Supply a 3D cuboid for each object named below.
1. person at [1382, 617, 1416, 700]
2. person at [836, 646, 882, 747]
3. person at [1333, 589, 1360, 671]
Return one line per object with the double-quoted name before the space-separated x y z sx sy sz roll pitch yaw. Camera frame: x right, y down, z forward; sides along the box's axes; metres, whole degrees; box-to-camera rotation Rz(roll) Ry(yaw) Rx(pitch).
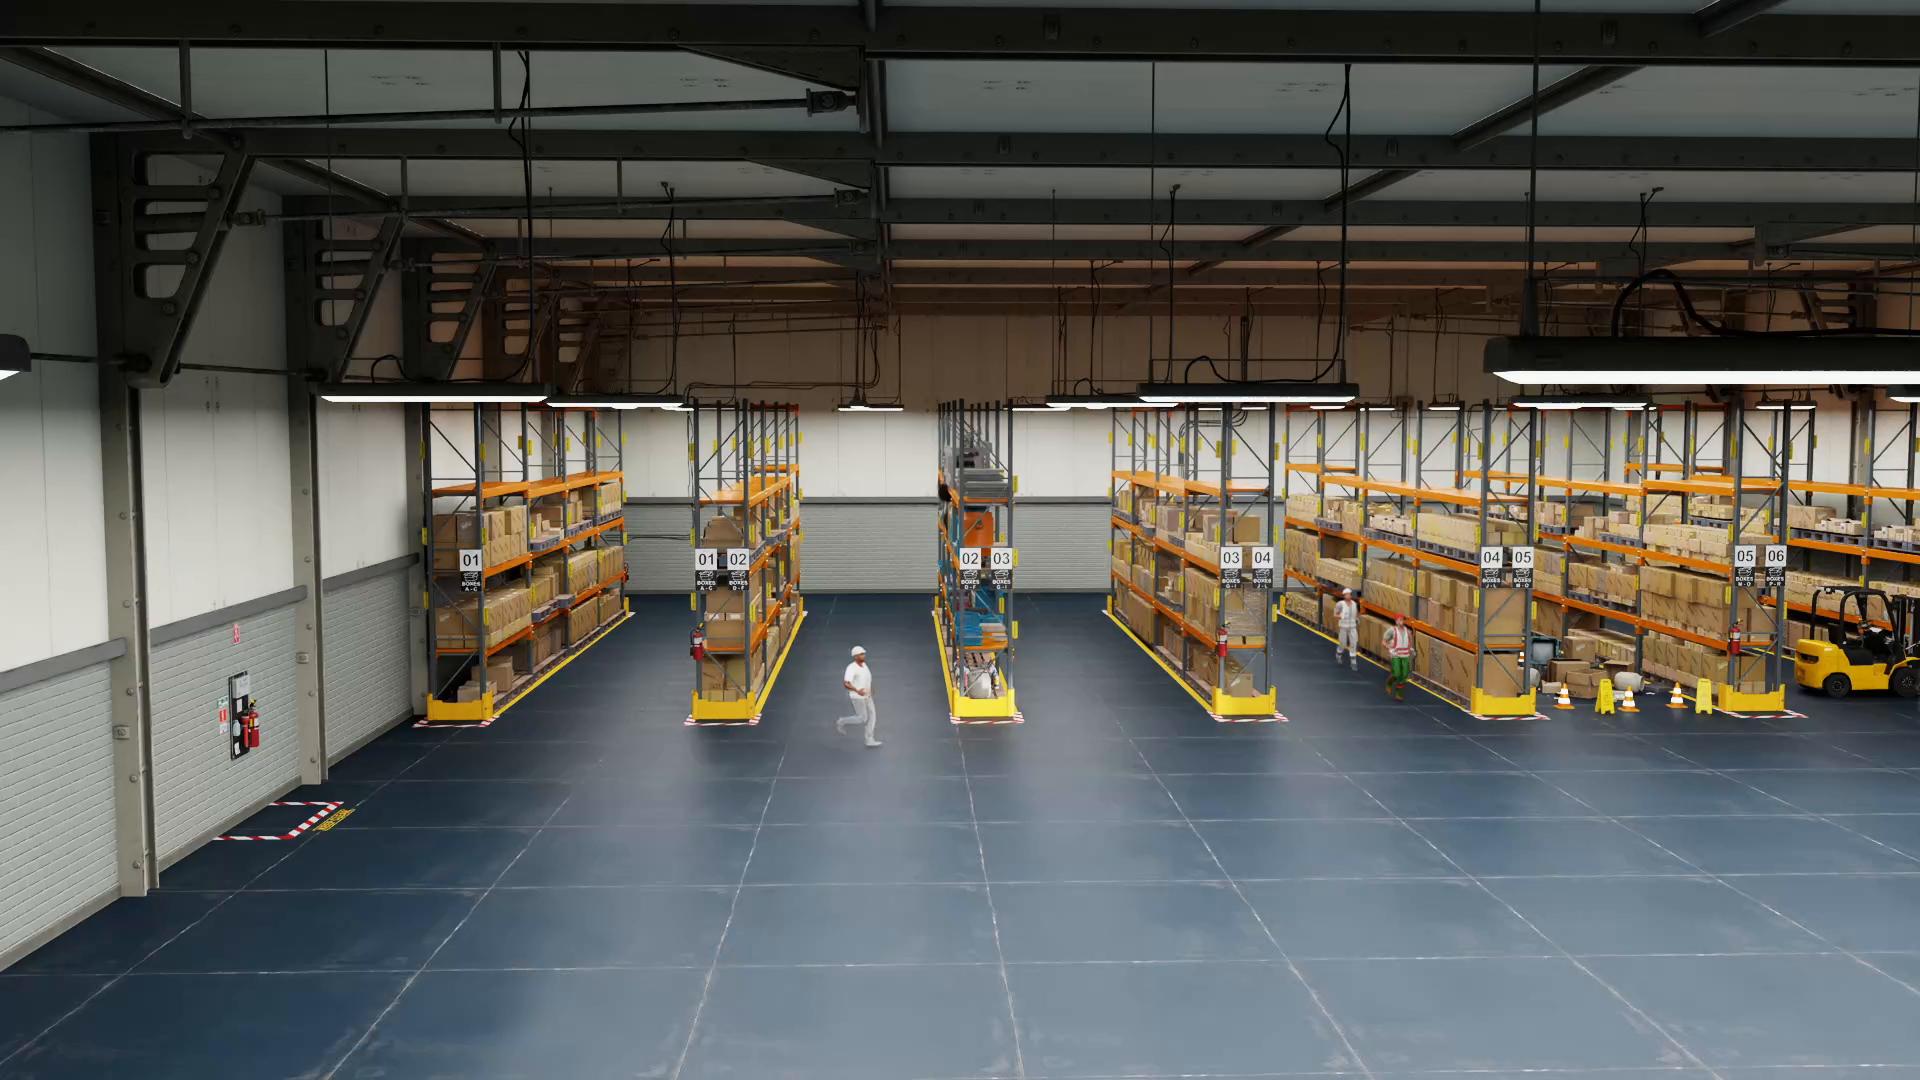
"person" 8.777 2.386 33.280 0.639 1.619 0.587 -1 4 -12
"person" -1.715 2.697 28.677 0.839 1.737 0.711 2 5 25
"person" 8.651 1.977 37.204 0.634 1.792 0.976 -1 4 -8
